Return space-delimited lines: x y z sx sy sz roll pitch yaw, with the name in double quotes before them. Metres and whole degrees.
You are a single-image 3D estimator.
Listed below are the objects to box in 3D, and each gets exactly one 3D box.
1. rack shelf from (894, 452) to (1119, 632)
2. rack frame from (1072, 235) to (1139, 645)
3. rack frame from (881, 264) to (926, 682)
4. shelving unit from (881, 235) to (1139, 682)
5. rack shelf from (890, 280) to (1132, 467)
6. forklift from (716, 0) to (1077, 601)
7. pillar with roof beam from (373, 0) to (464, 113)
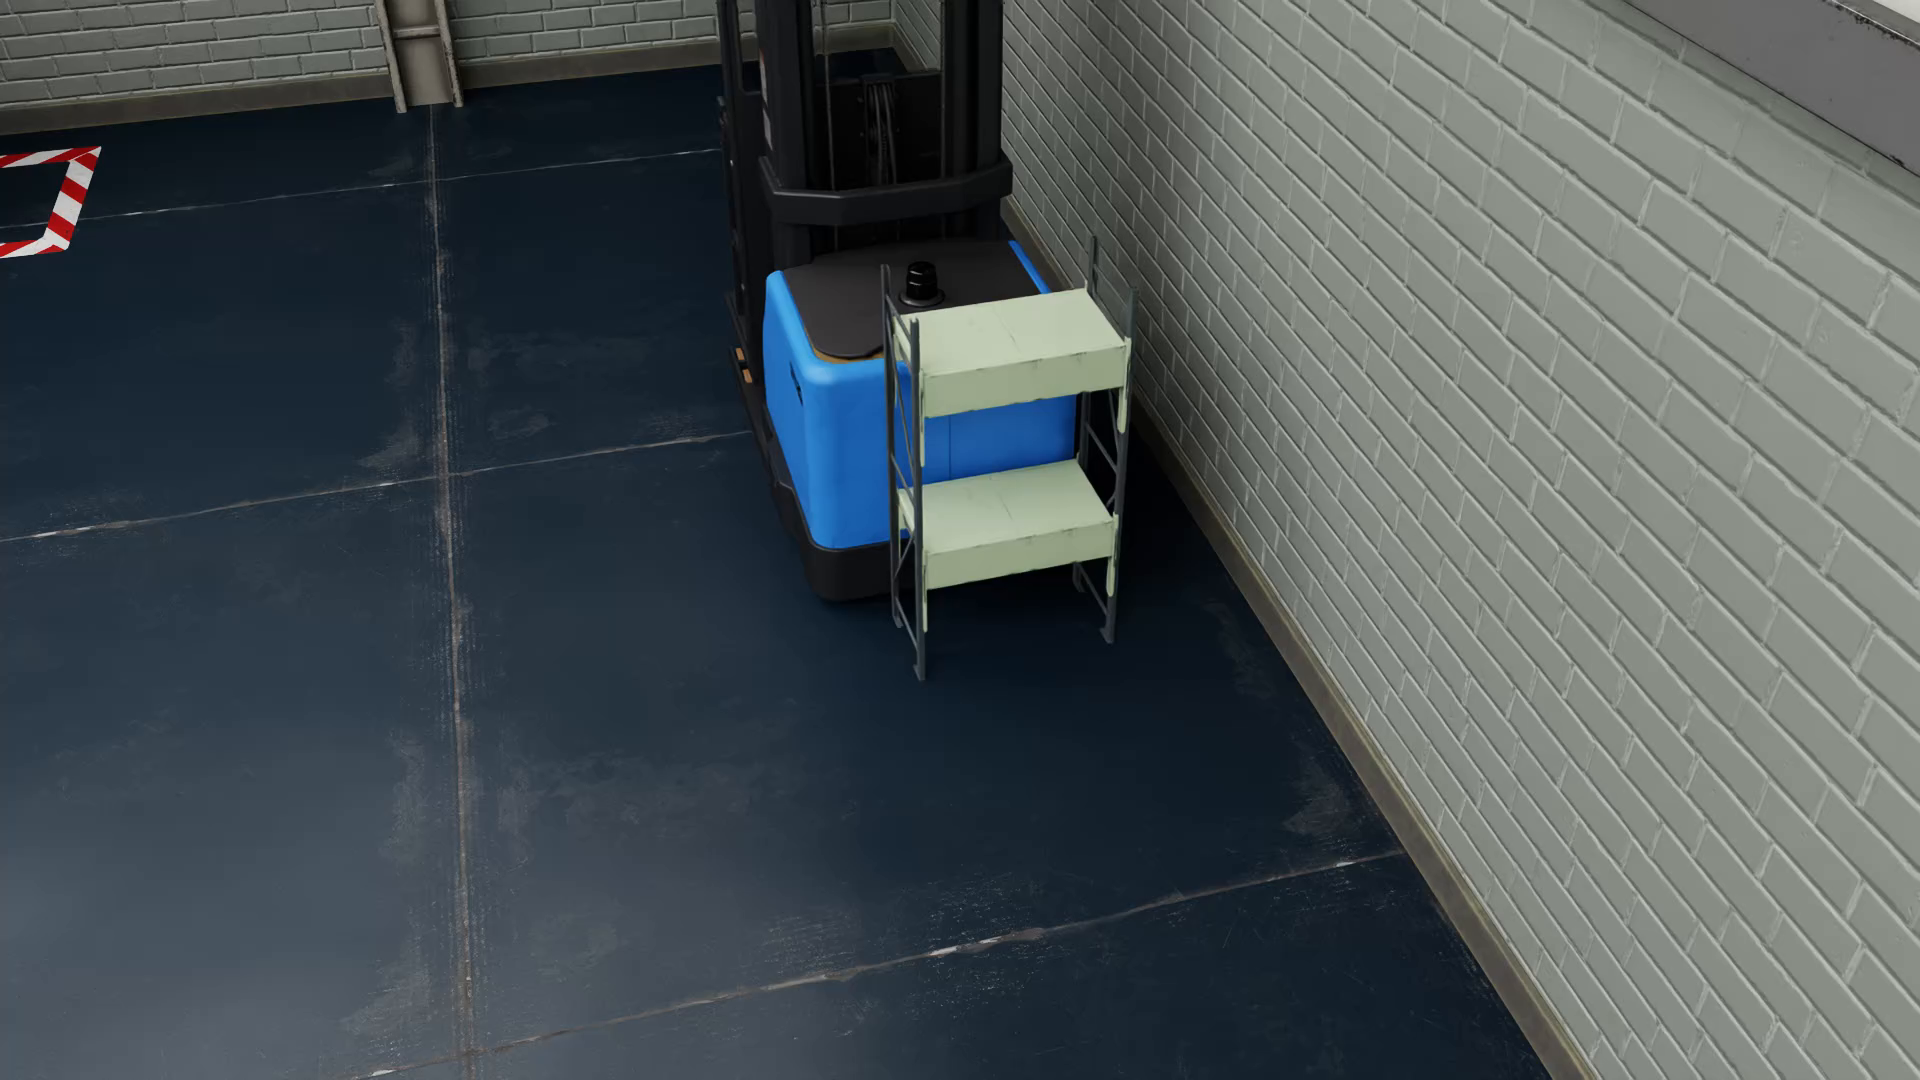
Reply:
"rack shelf" 0.158 0.001 6.051 0.720 0.370 0.431 -10 39 -13
"rack frame" 0.508 -0.321 5.936 0.023 1.500 0.400 -10 39 -13
"rack frame" -0.193 -0.195 5.770 0.023 1.500 0.400 -10 39 -13
"shelving unit" 0.158 -0.258 5.853 0.755 1.500 0.431 -10 39 -13
"rack shelf" 0.158 -0.568 5.616 0.720 0.370 0.431 -10 39 -13
"forklift" -0.438 -1.831 6.731 1.130 2.935 3.031 -10 38 -12
"pillar with roof beam" -2.163 -3.780 4.285 0.400 9.000 9.100 -9 38 -12
